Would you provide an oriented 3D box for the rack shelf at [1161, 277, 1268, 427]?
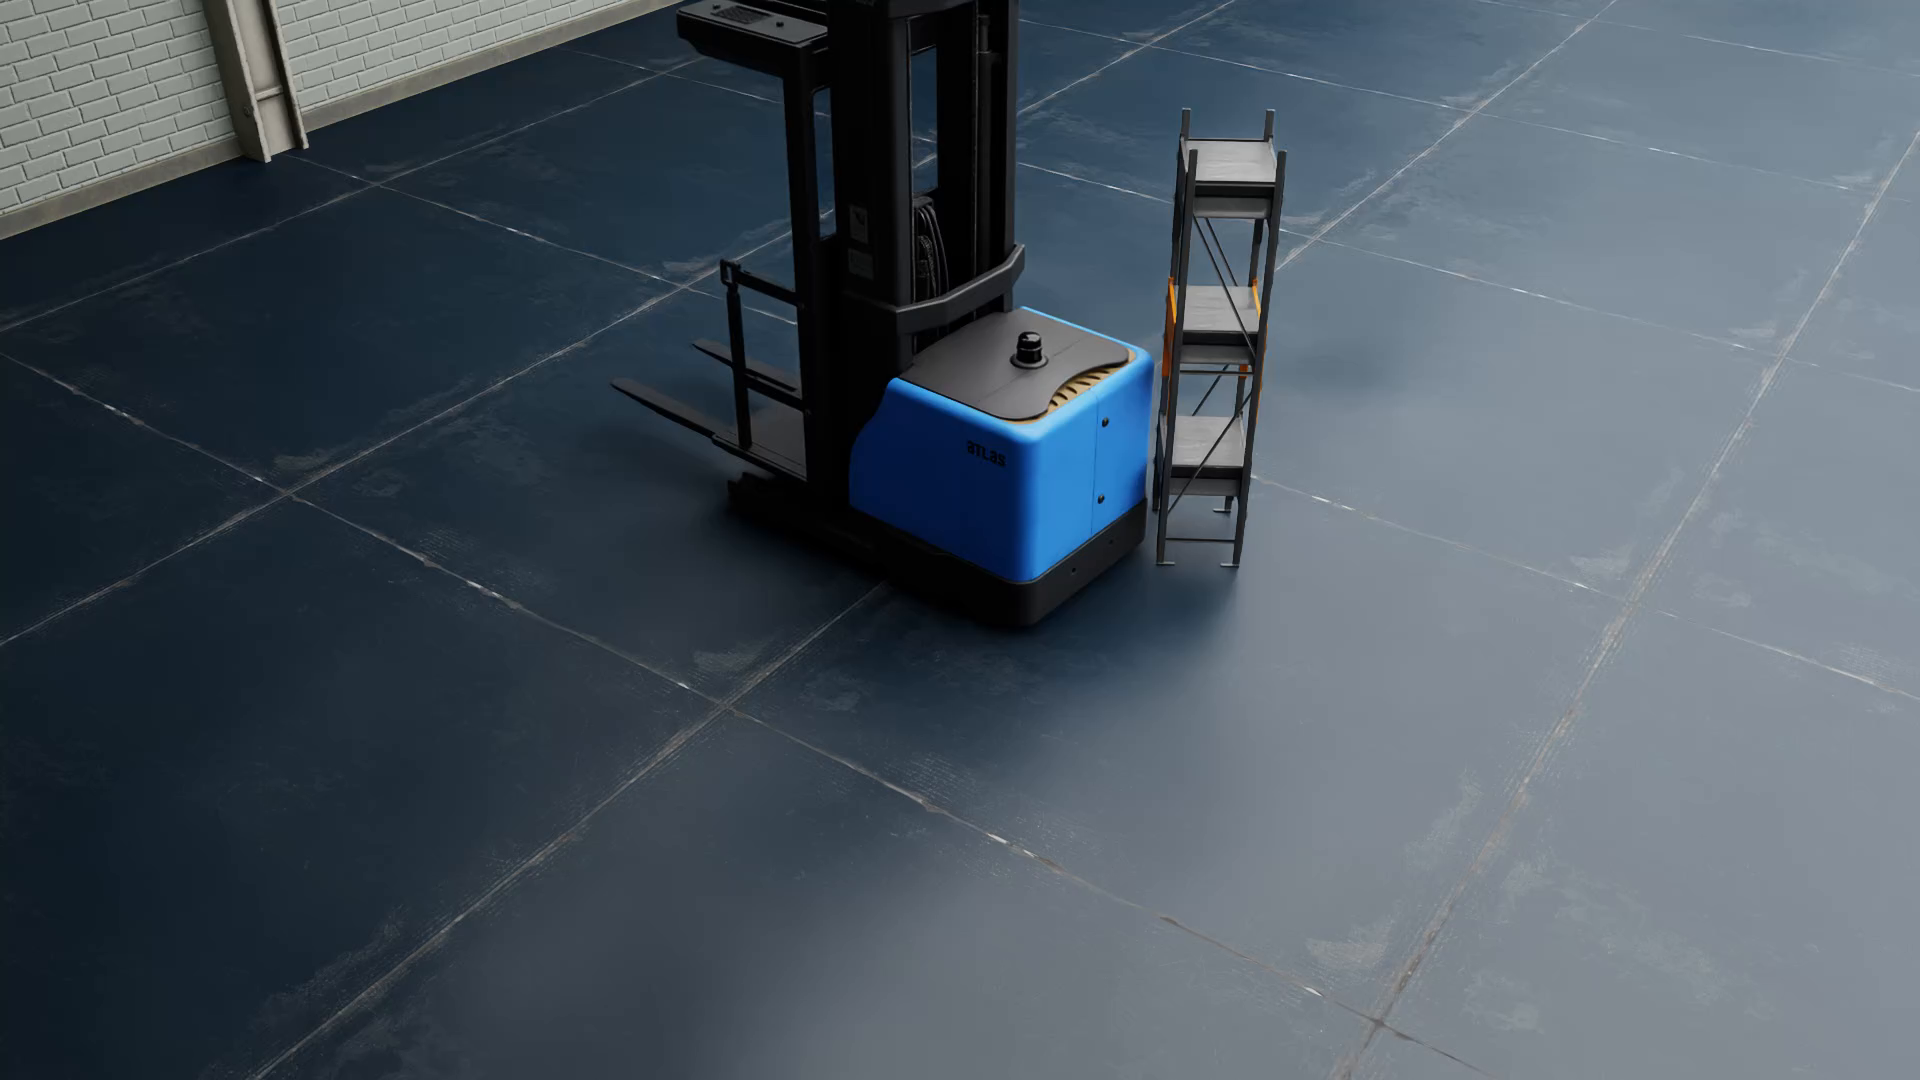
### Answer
[{"bbox_3d":[1.166,-0.872,7.689,0.431,0.518,0.480,2,34,2],"label":"rack shelf"}]

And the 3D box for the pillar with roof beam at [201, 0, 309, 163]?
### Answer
[{"bbox_3d":[-1.664,-5.309,8.068,9.100,9.000,0.400,21,39,28],"label":"pillar with roof beam"}]

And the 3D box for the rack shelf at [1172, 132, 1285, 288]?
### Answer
[{"bbox_3d":[1.166,-1.451,7.297,0.431,0.518,0.480,2,34,2],"label":"rack shelf"}]

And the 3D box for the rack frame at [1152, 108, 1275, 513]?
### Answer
[{"bbox_3d":[1.179,-1.019,7.883,0.400,2.100,0.015,2,34,2],"label":"rack frame"}]

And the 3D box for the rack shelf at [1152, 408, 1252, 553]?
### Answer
[{"bbox_3d":[1.166,-0.292,8.081,0.431,0.518,0.480,2,34,2],"label":"rack shelf"}]

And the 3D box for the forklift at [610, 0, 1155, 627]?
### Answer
[{"bbox_3d":[-0.549,-1.503,7.856,3.031,2.935,1.130,25,41,32],"label":"forklift"}]

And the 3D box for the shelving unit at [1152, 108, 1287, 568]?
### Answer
[{"bbox_3d":[1.166,-0.883,7.681,0.431,2.100,0.503,2,34,2],"label":"shelving unit"}]

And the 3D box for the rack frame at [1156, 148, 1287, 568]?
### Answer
[{"bbox_3d":[1.153,-0.746,7.479,0.400,2.100,0.015,2,34,2],"label":"rack frame"}]
